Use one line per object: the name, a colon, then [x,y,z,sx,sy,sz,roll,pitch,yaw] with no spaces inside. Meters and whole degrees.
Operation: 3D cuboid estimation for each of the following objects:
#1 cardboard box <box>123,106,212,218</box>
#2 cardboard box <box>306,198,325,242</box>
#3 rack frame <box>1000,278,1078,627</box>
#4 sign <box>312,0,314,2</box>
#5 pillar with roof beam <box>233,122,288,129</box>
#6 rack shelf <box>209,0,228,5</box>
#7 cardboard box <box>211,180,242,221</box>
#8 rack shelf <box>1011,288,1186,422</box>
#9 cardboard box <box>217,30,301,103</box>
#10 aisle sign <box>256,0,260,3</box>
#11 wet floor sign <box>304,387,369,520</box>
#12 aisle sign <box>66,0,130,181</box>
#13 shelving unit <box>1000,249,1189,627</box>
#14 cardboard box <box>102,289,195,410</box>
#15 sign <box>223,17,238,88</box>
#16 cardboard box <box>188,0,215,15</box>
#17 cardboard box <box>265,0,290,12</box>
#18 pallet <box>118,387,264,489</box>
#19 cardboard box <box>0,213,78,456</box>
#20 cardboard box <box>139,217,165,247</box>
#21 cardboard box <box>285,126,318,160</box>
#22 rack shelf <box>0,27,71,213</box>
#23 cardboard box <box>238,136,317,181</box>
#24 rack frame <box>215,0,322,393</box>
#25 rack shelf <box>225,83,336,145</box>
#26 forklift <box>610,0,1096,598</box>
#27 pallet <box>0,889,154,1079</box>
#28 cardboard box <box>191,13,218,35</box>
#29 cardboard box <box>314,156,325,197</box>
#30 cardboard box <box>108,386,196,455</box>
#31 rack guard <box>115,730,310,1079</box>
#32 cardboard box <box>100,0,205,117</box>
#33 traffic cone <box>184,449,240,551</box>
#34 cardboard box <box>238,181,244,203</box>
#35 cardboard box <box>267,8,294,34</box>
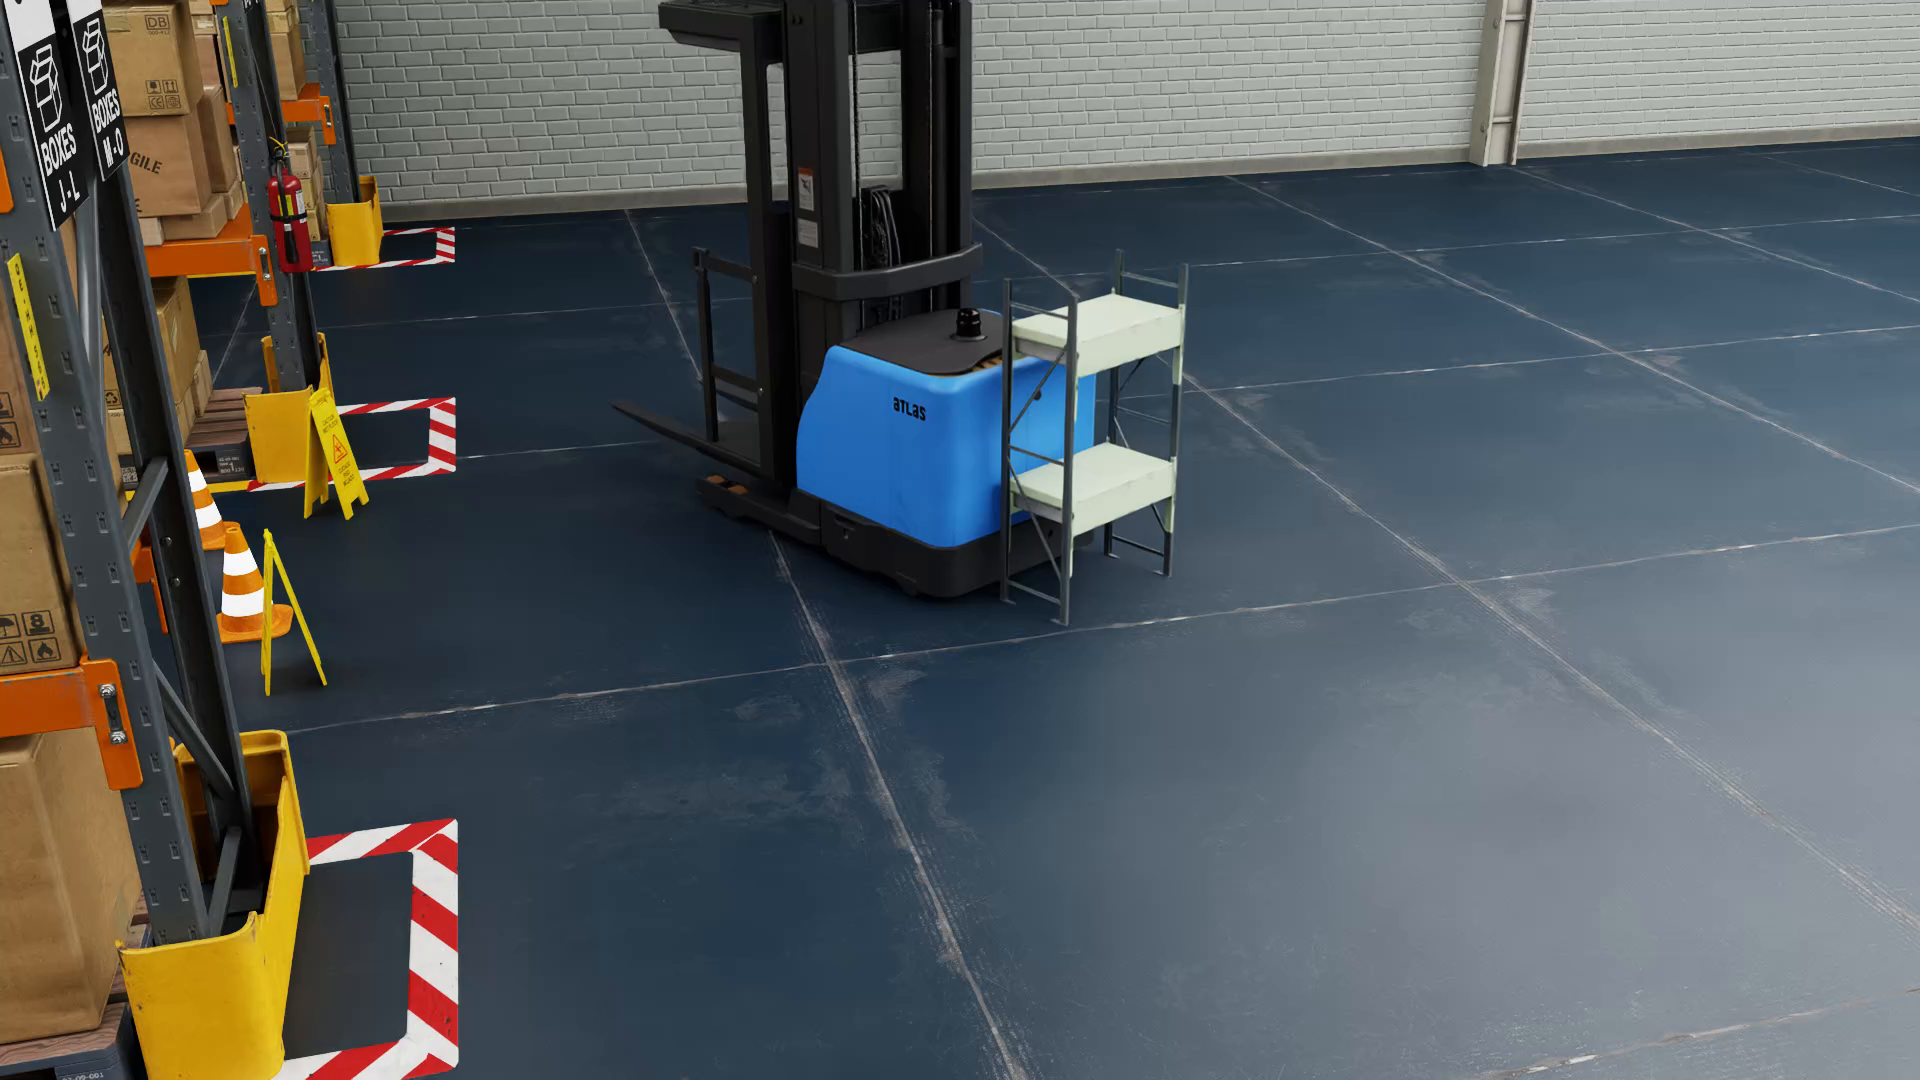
cardboard box: [-4.148,-1.942,8.467,0.500,0.500,0.500,-7,24,-15]
cardboard box: [-5.412,-2.565,13.378,0.500,0.250,0.500,-6,24,-14]
rack frame: [0.331,-0.361,7.190,0.400,1.500,0.023,21,31,40]
sign: [-4.911,-4.239,12.556,0.005,0.325,0.100,-6,24,-14]
pillar with roof beam: [-4.795,-5.196,8.948,0.400,9.000,9.100,-6,24,-14]
rack shelf: [-5.626,-2.756,7.978,4.000,0.370,1.077,-6,24,-14]
cardboard box: [-4.083,-1.848,9.072,0.250,0.149,0.380,-6,24,-14]
rack shelf: [0.590,-0.822,7.274,0.431,0.370,0.720,21,31,40]
cardboard box: [-5.447,-3.699,12.941,0.500,0.500,0.500,-7,24,-16]
aisle sign: [-3.724,-3.240,8.701,0.004,0.787,0.394,-6,24,-14]
wet floor sign: [-3.228,-0.454,8.489,0.232,0.644,0.267,2,23,4]
aisle sign: [-2.278,-1.369,4.340,0.004,0.787,0.394,-6,24,-14]
shelving unit: [0.590,-0.463,7.428,0.431,1.500,0.755,21,31,40]
cardboard box: [-4.401,-1.011,8.806,0.500,0.500,0.500,-6,24,-14]
sign: [-3.569,-2.386,8.137,0.005,0.325,0.100,-6,24,-14]
cardboard box: [-5.806,-4.092,12.656,0.250,0.149,0.380,-6,24,-13]
cardboard box: [-5.332,-4.168,12.833,0.250,0.149,0.380,-6,24,-14]
pallet: [-4.565,-0.559,9.285,1.213,0.211,1.003,-6,24,-14]
cardboard box: [-2.633,-0.593,4.269,0.550,0.550,0.875,-6,24,-14]
cardboard box: [-4.216,-1.616,8.530,0.250,0.149,0.380,-7,24,-15]
cardboard box: [-5.558,-3.215,13.625,0.500,0.250,0.500,-7,24,-15]
rack shelf: [-4.191,-0.888,3.623,4.000,0.370,1.077,-6,24,-14]
cardboard box: [-5.404,-3.027,13.187,0.500,0.250,0.500,-5,24,-13]
rack frame: [-3.700,-1.921,8.924,0.127,3.000,1.000,-6,24,-14]
rack shelf: [-6.970,-3.262,12.960,4.000,0.370,1.077,-6,24,-14]
forklift: [-0.724,-1.581,8.217,1.130,2.935,3.031,-20,30,-39]
pallet: [-3.014,1.343,4.851,1.213,0.211,1.003,-6,24,-14]
cardboard box: [-5.807,-3.963,12.733,0.250,0.149,0.380,-6,24,-13]
cardboard box: [-5.553,-2.993,13.743,0.500,0.250,0.500,-6,24,-13]
cardboard box: [-4.429,-0.660,8.939,0.500,0.250,0.500,-6,24,-15]
rack guard: [-2.243,1.093,5.068,0.348,0.500,1.175,-6,24,-14]
cardboard box: [-4.133,-2.426,8.328,0.500,0.500,0.700,-7,24,-16]
traffic cone: [-3.766,-0.220,8.176,0.334,0.463,0.336,-6,24,-14]
cardboard box: [-5.915,-2.745,13.163,0.500,0.250,0.500,-7,24,-15]
cardboard box: [-5.303,-4.006,12.833,0.250,0.149,0.380,-6,24,-14]
